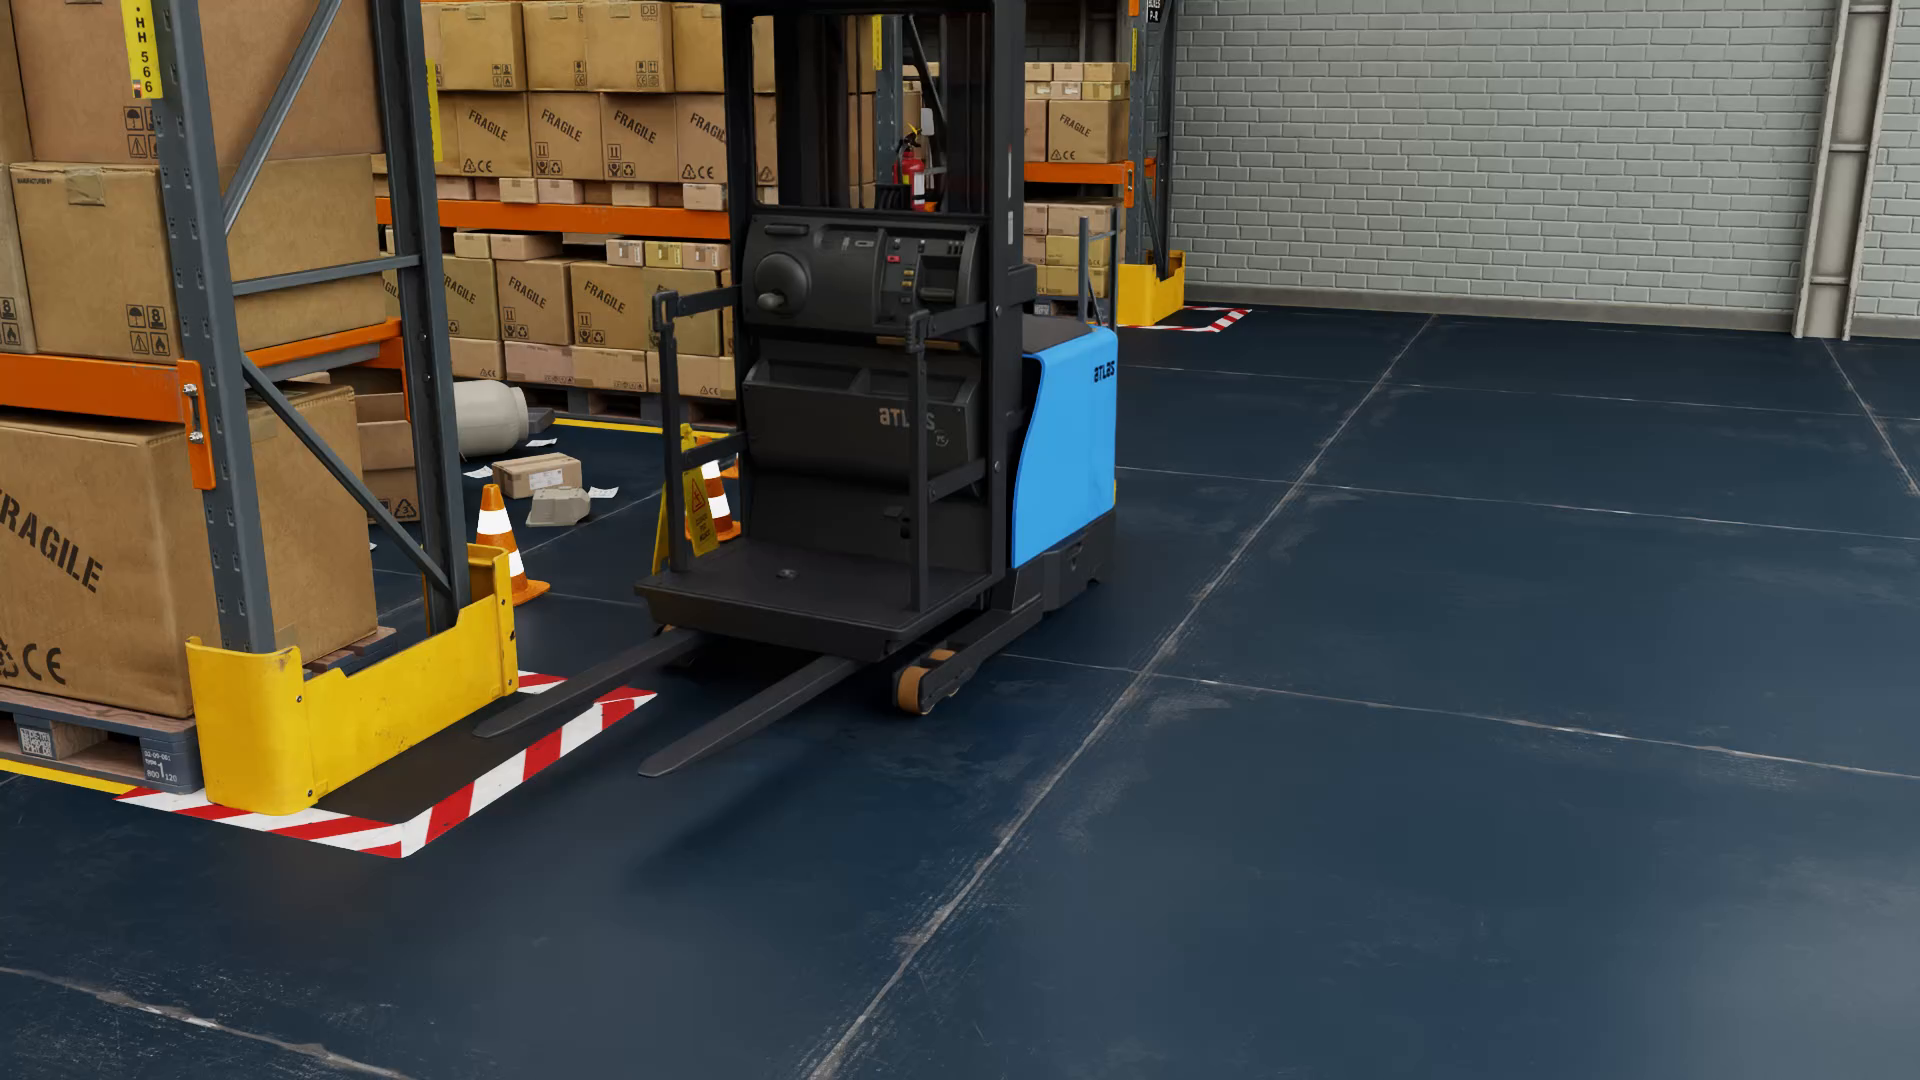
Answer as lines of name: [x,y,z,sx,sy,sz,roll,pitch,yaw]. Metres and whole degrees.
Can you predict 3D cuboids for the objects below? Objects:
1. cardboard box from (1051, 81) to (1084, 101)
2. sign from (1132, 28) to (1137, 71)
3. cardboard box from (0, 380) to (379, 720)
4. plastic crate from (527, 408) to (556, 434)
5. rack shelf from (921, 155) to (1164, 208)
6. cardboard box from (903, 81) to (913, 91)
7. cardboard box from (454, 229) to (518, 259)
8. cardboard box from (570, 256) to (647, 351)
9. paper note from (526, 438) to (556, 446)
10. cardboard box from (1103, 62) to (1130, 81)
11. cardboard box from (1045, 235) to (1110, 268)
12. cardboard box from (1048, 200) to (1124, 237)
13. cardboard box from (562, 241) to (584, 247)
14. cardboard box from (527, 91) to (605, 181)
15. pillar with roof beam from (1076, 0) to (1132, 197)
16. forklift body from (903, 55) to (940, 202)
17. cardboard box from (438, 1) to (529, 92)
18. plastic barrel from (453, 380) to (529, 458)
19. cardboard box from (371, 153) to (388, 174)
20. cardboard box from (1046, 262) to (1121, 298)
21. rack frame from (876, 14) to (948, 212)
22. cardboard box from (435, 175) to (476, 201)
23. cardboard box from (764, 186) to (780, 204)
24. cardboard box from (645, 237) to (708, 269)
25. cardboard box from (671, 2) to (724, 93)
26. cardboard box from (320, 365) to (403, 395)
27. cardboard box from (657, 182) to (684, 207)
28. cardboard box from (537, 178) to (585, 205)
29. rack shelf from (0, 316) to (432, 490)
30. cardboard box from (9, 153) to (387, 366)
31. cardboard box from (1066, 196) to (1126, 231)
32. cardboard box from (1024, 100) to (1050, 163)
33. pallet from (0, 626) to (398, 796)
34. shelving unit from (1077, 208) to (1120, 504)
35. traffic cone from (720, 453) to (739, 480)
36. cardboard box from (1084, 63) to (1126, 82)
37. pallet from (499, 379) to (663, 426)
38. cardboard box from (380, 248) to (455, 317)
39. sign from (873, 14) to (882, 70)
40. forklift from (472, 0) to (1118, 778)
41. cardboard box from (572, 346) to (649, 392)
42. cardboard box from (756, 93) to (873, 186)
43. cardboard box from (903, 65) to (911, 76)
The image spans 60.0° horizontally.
cardboard box: [0.931,-3.719,13.760,0.250,0.149,0.380,7,17,22]
sign: [1.393,-3.908,13.255,0.005,0.325,0.100,6,17,21]
cardboard box: [-2.590,-0.030,5.453,0.875,0.875,0.875,6,17,21]
plastic crate: [-2.775,-0.724,10.024,0.583,0.080,0.402,0,16,1]
rack shelf: [-0.256,-3.237,14.734,4.000,0.370,1.077,6,17,21]
cardboard box: [-0.485,-3.882,14.324,0.250,0.149,0.380,6,17,19]
cardboard box: [-2.911,-1.841,10.306,0.250,0.149,0.380,7,18,23]
cardboard box: [-2.008,-1.452,10.128,0.500,0.500,0.500,6,17,19]
paper note: [-2.407,-0.565,9.567,0.148,0.019,0.142,0,16,1]
cardboard box: [1.371,-3.970,14.092,0.250,0.149,0.380,6,17,20]
cardboard box: [1.037,-2.468,14.076,0.500,0.250,0.500,6,17,20]
cardboard box: [1.062,-2.705,13.998,0.500,0.250,0.500,7,18,22]
cardboard box: [-2.811,-1.698,10.977,0.500,0.500,0.500,7,17,22]
cardboard box: [-2.212,-2.426,9.938,0.500,0.500,0.500,6,17,21]
pillar with roof beam: [-0.292,-5.447,10.297,0.400,9.000,9.100,6,17,21]
forklift body: [-0.829,-2.691,13.086,1.214,2.155,2.313,6,17,21]
cardboard box: [-2.680,-2.953,9.958,0.500,0.500,0.700,6,17,19]
plastic barrel: [-2.690,-0.672,9.228,0.512,0.421,0.421,-9,18,-27]
cardboard box: [-3.627,-2.573,10.443,0.500,0.500,0.500,6,17,20]
cardboard box: [1.052,-2.225,14.137,0.500,0.250,0.500,6,17,21]
rack frame: [-0.213,-2.090,9.493,0.127,3.000,1.000,6,17,21]
cardboard box: [-3.029,-2.197,10.313,0.250,0.149,0.380,7,18,22]
cardboard box: [-0.916,-1.949,9.459,0.250,0.149,0.380,6,17,20]
cardboard box: [-1.653,-1.704,9.833,0.250,0.149,0.380,7,17,22]
cardboard box: [-1.236,-2.811,9.468,0.500,0.500,0.700,6,17,21]
cardboard box: [-3.437,-0.838,9.658,0.500,0.500,0.500,-9,18,-27]
cardboard box: [-1.584,-2.062,9.848,0.250,0.149,0.380,7,17,21]
cardboard box: [-2.328,-2.111,10.017,0.250,0.149,0.380,6,17,20]
rack shelf: [-3.796,-0.655,5.840,4.000,0.370,1.077,6,17,21]
cardboard box: [-2.297,-0.894,5.105,0.550,0.550,0.875,6,17,21]
cardboard box: [1.227,-2.838,14.453,0.500,0.250,0.500,6,17,20]
cardboard box: [0.571,-3.464,14.045,0.500,0.500,0.500,7,18,22]
pallet: [-2.708,0.482,5.636,1.213,0.211,1.003,6,17,21]
shelving unit: [0.121,-0.740,7.533,1.083,1.500,0.587,6,17,21]
traffic cone: [-1.086,-0.581,8.846,0.334,0.463,0.336,6,17,21]
cardboard box: [1.194,-3.862,13.721,0.250,0.149,0.380,6,17,21]
pallet: [-2.158,-0.976,10.658,1.213,0.211,1.003,6,17,21]
cardboard box: [-3.484,-1.610,10.674,0.500,0.500,0.500,7,18,23]
sign: [-0.435,-2.656,8.799,0.005,0.325,0.100,6,17,21]
forklift: [-0.456,-0.955,5.705,1.130,2.935,3.031,8,18,26]
cardboard box: [-2.032,-1.091,10.232,0.500,0.250,0.500,6,17,19]
cardboard box: [-0.819,-2.265,9.383,0.500,0.500,0.500,6,17,20]
cardboard box: [-0.463,-4.048,14.360,0.250,0.149,0.380,6,17,21]
